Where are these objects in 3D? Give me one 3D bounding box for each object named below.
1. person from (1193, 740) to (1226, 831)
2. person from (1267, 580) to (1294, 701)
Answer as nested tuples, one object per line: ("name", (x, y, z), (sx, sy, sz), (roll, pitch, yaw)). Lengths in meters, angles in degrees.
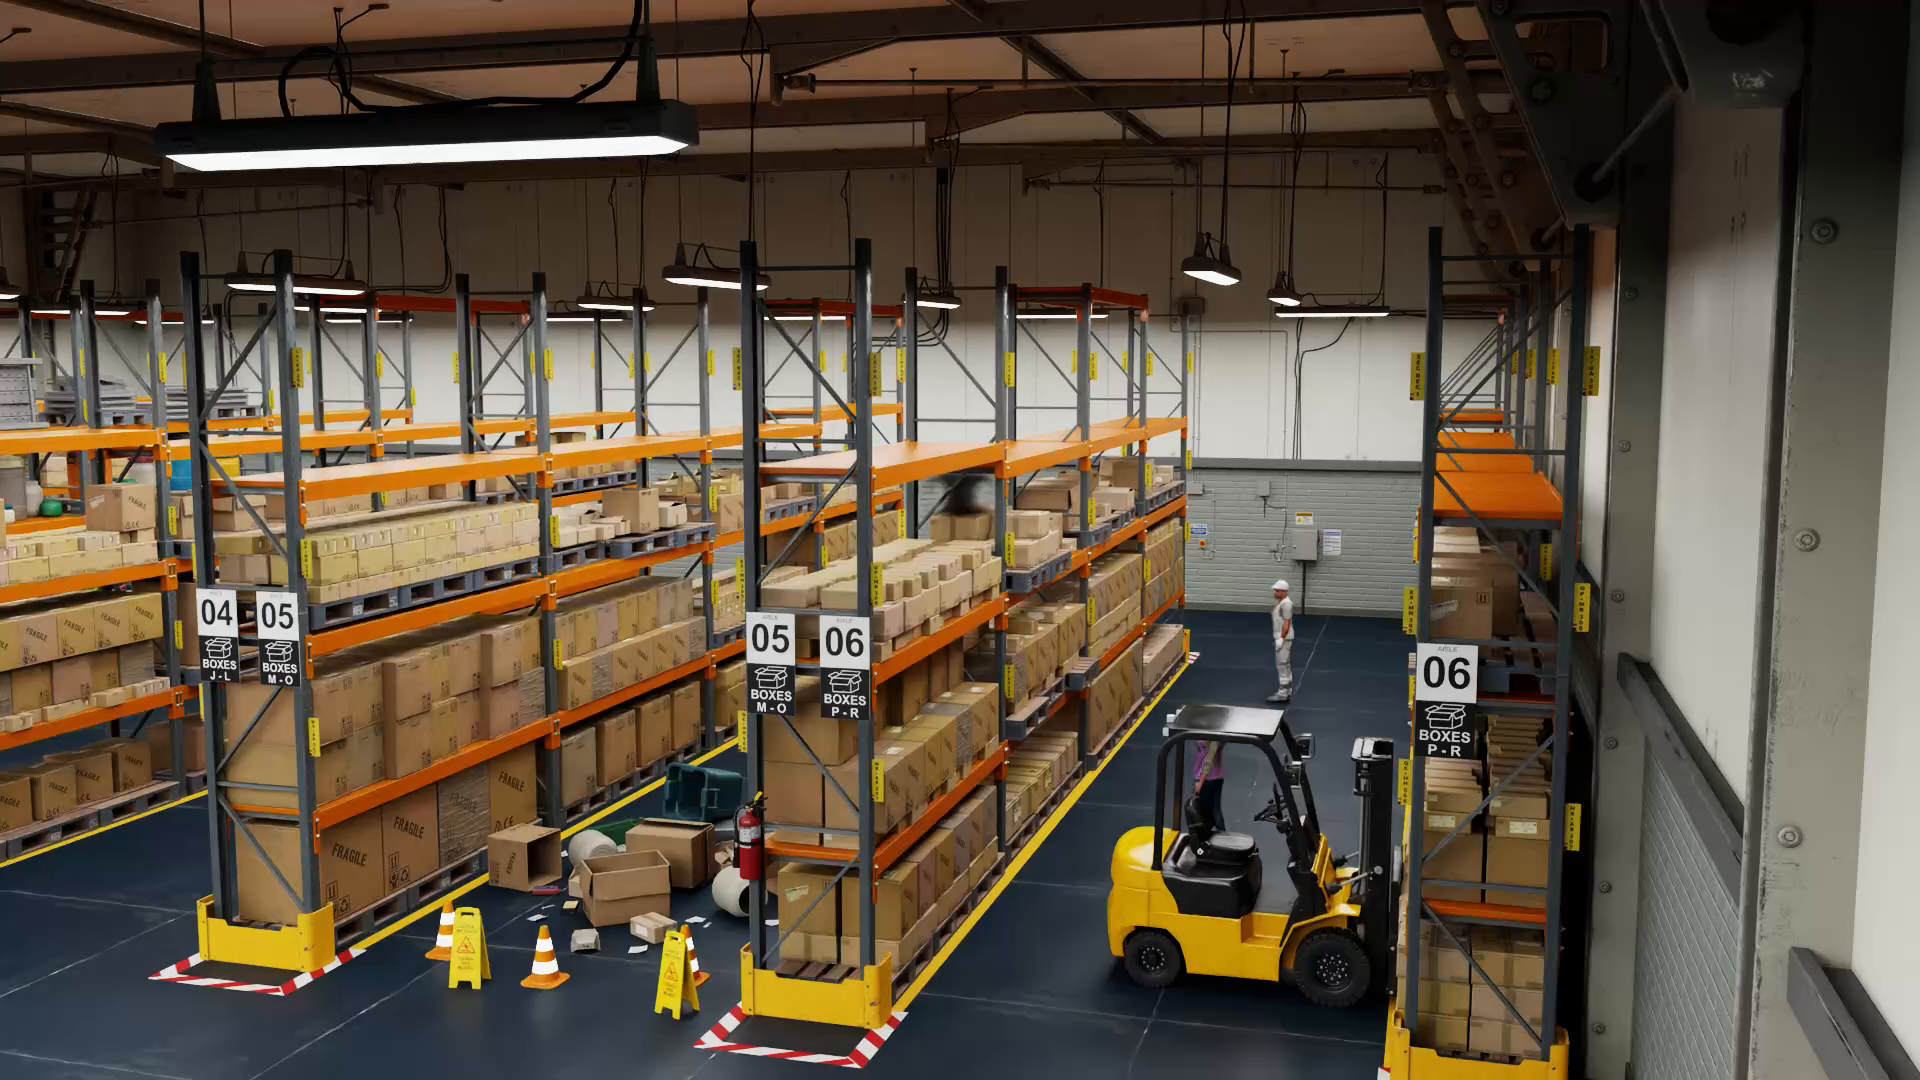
("person", (2.567, 2.477, 17.155), (0.416, 1.575, 0.483), (6, 9, 41))
("person", (4.785, 1.491, 24.798), (0.385, 1.791, 0.563), (1, 6, 5))
